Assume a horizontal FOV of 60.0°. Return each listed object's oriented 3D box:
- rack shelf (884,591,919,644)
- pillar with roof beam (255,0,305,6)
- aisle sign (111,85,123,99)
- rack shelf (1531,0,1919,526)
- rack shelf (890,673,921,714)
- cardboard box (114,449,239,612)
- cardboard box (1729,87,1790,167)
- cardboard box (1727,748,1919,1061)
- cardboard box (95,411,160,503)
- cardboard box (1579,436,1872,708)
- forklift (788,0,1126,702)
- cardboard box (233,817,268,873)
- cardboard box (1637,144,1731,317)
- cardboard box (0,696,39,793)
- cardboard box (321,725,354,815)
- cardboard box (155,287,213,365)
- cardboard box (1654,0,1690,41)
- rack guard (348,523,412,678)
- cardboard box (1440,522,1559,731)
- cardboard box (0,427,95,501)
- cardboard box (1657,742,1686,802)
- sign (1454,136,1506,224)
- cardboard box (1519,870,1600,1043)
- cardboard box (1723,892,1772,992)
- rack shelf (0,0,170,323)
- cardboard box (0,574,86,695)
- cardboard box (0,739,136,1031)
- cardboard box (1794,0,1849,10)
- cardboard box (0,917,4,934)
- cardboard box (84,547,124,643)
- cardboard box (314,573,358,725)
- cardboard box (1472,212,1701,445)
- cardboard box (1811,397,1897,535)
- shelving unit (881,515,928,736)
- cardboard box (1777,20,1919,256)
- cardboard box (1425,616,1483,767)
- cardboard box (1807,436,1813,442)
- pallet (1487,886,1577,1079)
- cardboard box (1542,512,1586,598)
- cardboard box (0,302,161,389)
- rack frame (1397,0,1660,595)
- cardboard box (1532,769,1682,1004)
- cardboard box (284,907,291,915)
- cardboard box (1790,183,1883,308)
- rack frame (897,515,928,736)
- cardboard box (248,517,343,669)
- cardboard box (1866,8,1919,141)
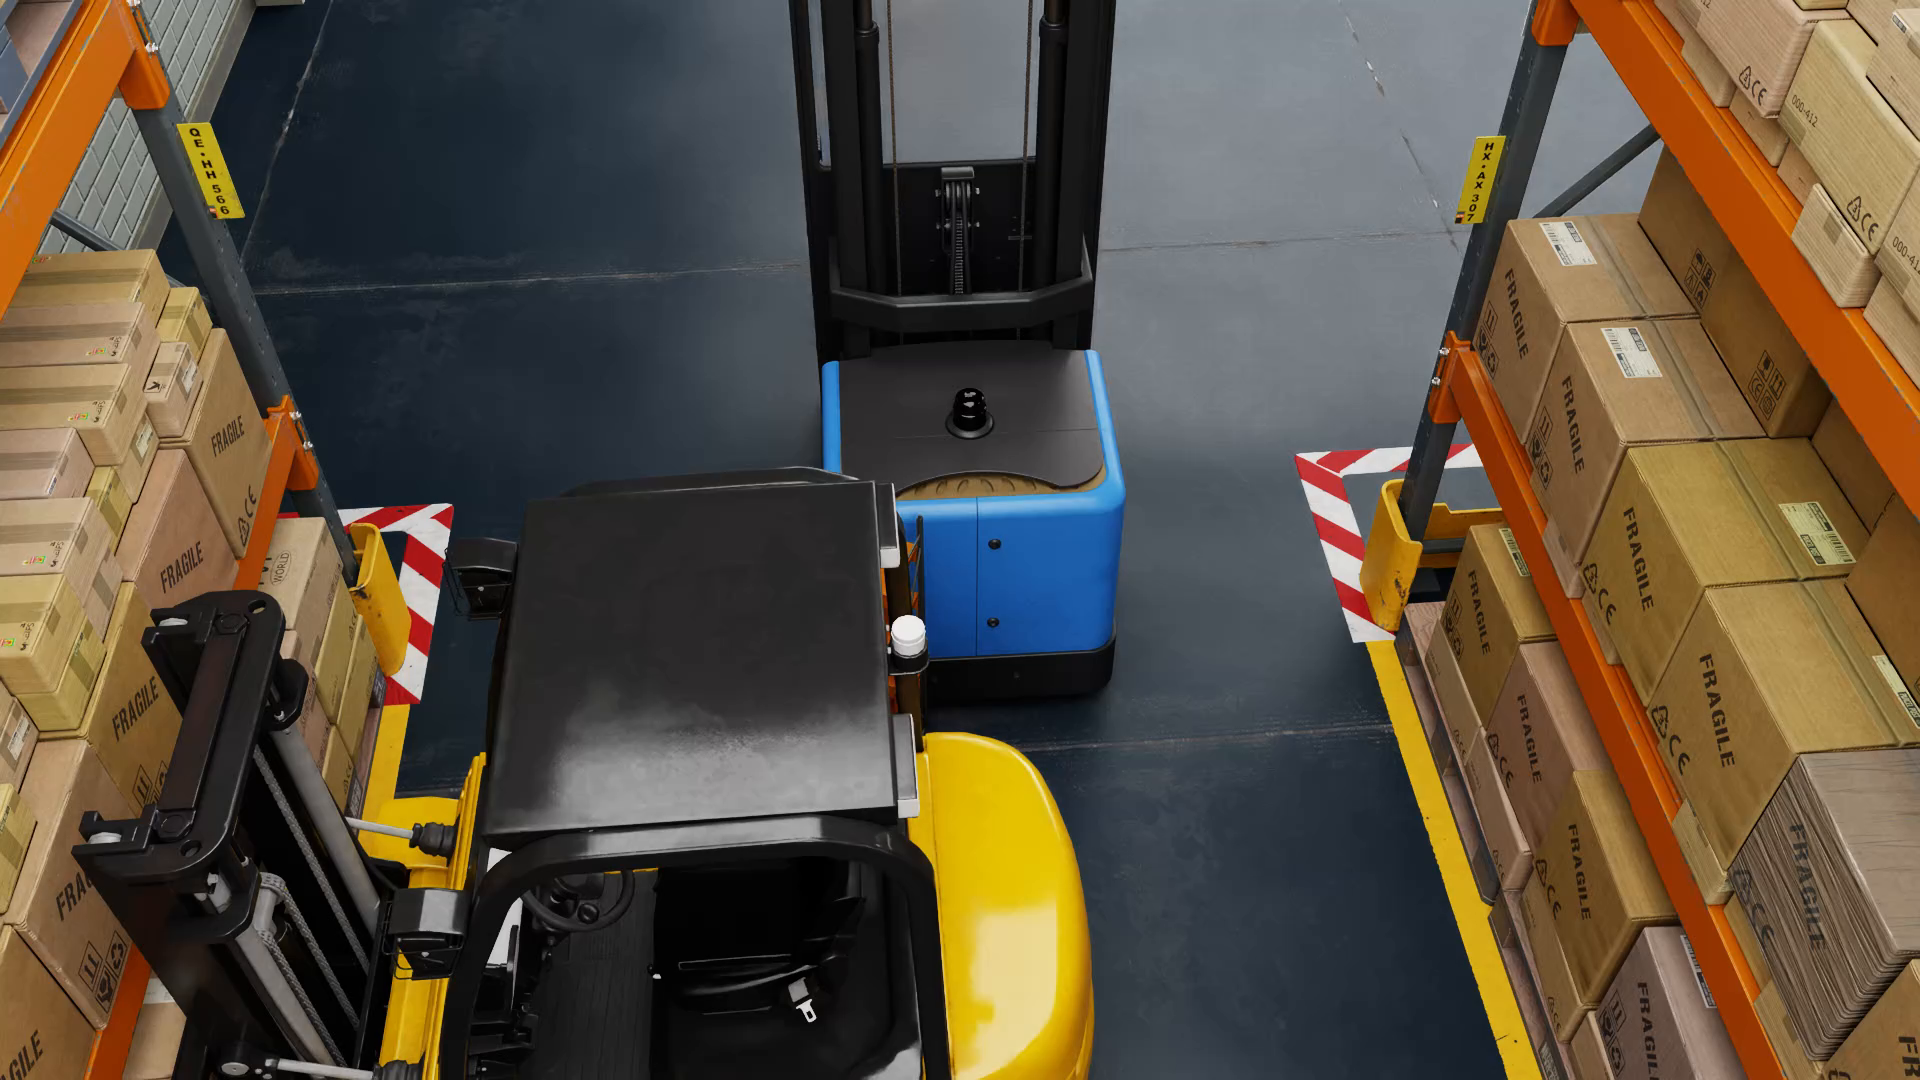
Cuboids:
[{"bbox_3d":[-0.395,0.245,5.613,0.480,0.148,0.258,15,48,14],"label":"rack shelf"},{"bbox_3d":[0.205,-6.685,7.020,9.100,9.000,0.400,-3,47,-3],"label":"pillar with roof beam"},{"bbox_3d":[-2.456,-1.537,4.486,0.394,0.787,0.004,-3,47,-3],"label":"aisle sign"},{"bbox_3d":[2.370,-0.220,3.458,1.077,0.370,4.000,-3,47,-3],"label":"rack shelf"},{"bbox_3d":[-0.395,0.535,5.919,0.480,0.148,0.258,15,48,14],"label":"rack shelf"},{"bbox_3d":[-2.406,0.103,4.654,0.500,0.500,0.500,-2,47,-2],"label":"cardboard box"},{"bbox_3d":[2.051,-1.012,3.886,0.380,0.149,0.250,-4,47,-4],"label":"cardboard box"},{"bbox_3d":[2.155,0.821,3.769,0.500,0.500,0.500,-2,47,-2],"label":"cardboard box"},{"bbox_3d":[-2.423,-0.227,4.520,0.380,0.149,0.250,-3,47,-3],"label":"cardboard box"},{"bbox_3d":[2.057,0.083,4.468,0.500,0.500,0.500,-4,47,-4],"label":"cardboard box"},{"bbox_3d":[-0.042,-1.460,6.250,1.130,2.935,3.031,-3,47,-3],"label":"forklift"},{"bbox_3d":[-2.293,0.927,4.859,0.500,0.250,0.500,-3,47,-3],"label":"cardboard box"},{"bbox_3d":[2.463,-1.007,4.812,0.700,0.500,0.500,-5,47,-4],"label":"cardboard box"},{"bbox_3d":[-2.372,0.511,3.821,0.380,0.149,0.250,-4,47,-4],"label":"cardboard box"},{"bbox_3d":[-2.357,0.904,5.569,0.500,0.250,0.500,-3,47,-3],"label":"cardboard box"},{"bbox_3d":[-2.435,-0.602,4.875,0.380,0.149,0.250,-3,47,-3],"label":"cardboard box"},{"bbox_3d":[2.018,-1.383,4.238,0.380,0.149,0.250,-5,47,-5],"label":"cardboard box"},{"bbox_3d":[-2.745,0.264,6.292,1.175,0.500,0.348,-3,47,-3],"label":"rack guard"},{"bbox_3d":[1.997,0.278,5.645,0.500,0.500,0.500,-5,47,-5],"label":"cardboard box"},{"bbox_3d":[-2.456,-0.143,4.235,0.380,0.149,0.250,-3,47,-3],"label":"cardboard box"},{"bbox_3d":[2.107,0.592,4.432,0.380,0.149,0.250,-5,47,-4],"label":"cardboard box"},{"bbox_3d":[1.662,-1.147,5.311,0.100,0.325,0.005,-3,47,-3],"label":"sign"},{"bbox_3d":[2.088,1.283,5.210,0.500,0.250,0.500,-1,47,-1],"label":"cardboard box"},{"bbox_3d":[2.127,0.962,4.082,0.380,0.149,0.250,-4,47,-4],"label":"cardboard box"},{"bbox_3d":[-2.576,0.085,3.170,1.077,0.370,4.000,-3,47,-3],"label":"rack shelf"},{"bbox_3d":[-2.296,0.226,3.886,0.380,0.149,0.250,-3,47,-3],"label":"cardboard box"},{"bbox_3d":[-2.310,0.837,3.959,0.500,0.500,0.500,-3,47,-3],"label":"cardboard box"},{"bbox_3d":[1.973,-1.280,3.591,0.380,0.149,0.250,-4,47,-3],"label":"cardboard box"},{"bbox_3d":[-2.251,0.884,3.468,0.380,0.149,0.250,-5,47,-5],"label":"cardboard box"},{"bbox_3d":[-2.344,0.143,4.169,0.380,0.149,0.250,-5,47,-5],"label":"cardboard box"},{"bbox_3d":[-2.391,0.384,5.717,0.500,0.250,0.500,-4,47,-4],"label":"cardboard box"},{"bbox_3d":[1.966,-0.660,5.172,0.500,0.500,0.500,-4,47,-4],"label":"cardboard box"},{"bbox_3d":[2.643,-0.277,4.121,0.700,0.500,0.500,-4,47,-4],"label":"cardboard box"},{"bbox_3d":[-0.395,0.352,5.726,0.503,1.200,0.258,15,48,14],"label":"shelving unit"},{"bbox_3d":[2.080,-0.847,3.456,0.500,0.250,0.500,-2,47,-2],"label":"cardboard box"},{"bbox_3d":[1.995,0.519,5.934,0.500,0.250,0.500,-4,47,-4],"label":"cardboard box"},{"bbox_3d":[2.560,-0.281,4.813,0.500,0.500,0.500,-3,47,-3],"label":"cardboard box"},{"bbox_3d":[2.341,1.602,5.224,1.003,0.211,1.213,-3,47,-3],"label":"pallet"},{"bbox_3d":[1.977,0.027,4.968,0.380,0.149,0.250,-3,47,-3],"label":"cardboard box"},{"bbox_3d":[-2.451,-0.515,4.588,0.380,0.149,0.250,-3,47,-3],"label":"cardboard box"},{"bbox_3d":[2.203,-0.883,5.656,1.000,3.000,0.127,-3,47,-3],"label":"rack frame"},{"bbox_3d":[2.079,1.020,4.943,0.500,0.500,0.500,-3,47,-3],"label":"cardboard box"},{"bbox_3d":[-2.295,1.120,5.020,0.500,0.250,0.500,-4,47,-4],"label":"cardboard box"},{"bbox_3d":[2.019,-0.633,3.527,0.380,0.149,0.250,-3,47,-3],"label":"cardboard box"},{"bbox_3d":[-0.167,0.415,5.667,0.015,1.200,0.240,15,48,14],"label":"rack frame"},{"bbox_3d":[-2.394,0.193,5.553,0.500,0.250,0.500,-2,47,-2],"label":"cardboard box"},{"bbox_3d":[2.029,-0.913,3.243,0.380,0.149,0.250,-2,47,-2],"label":"cardboard box"}]
